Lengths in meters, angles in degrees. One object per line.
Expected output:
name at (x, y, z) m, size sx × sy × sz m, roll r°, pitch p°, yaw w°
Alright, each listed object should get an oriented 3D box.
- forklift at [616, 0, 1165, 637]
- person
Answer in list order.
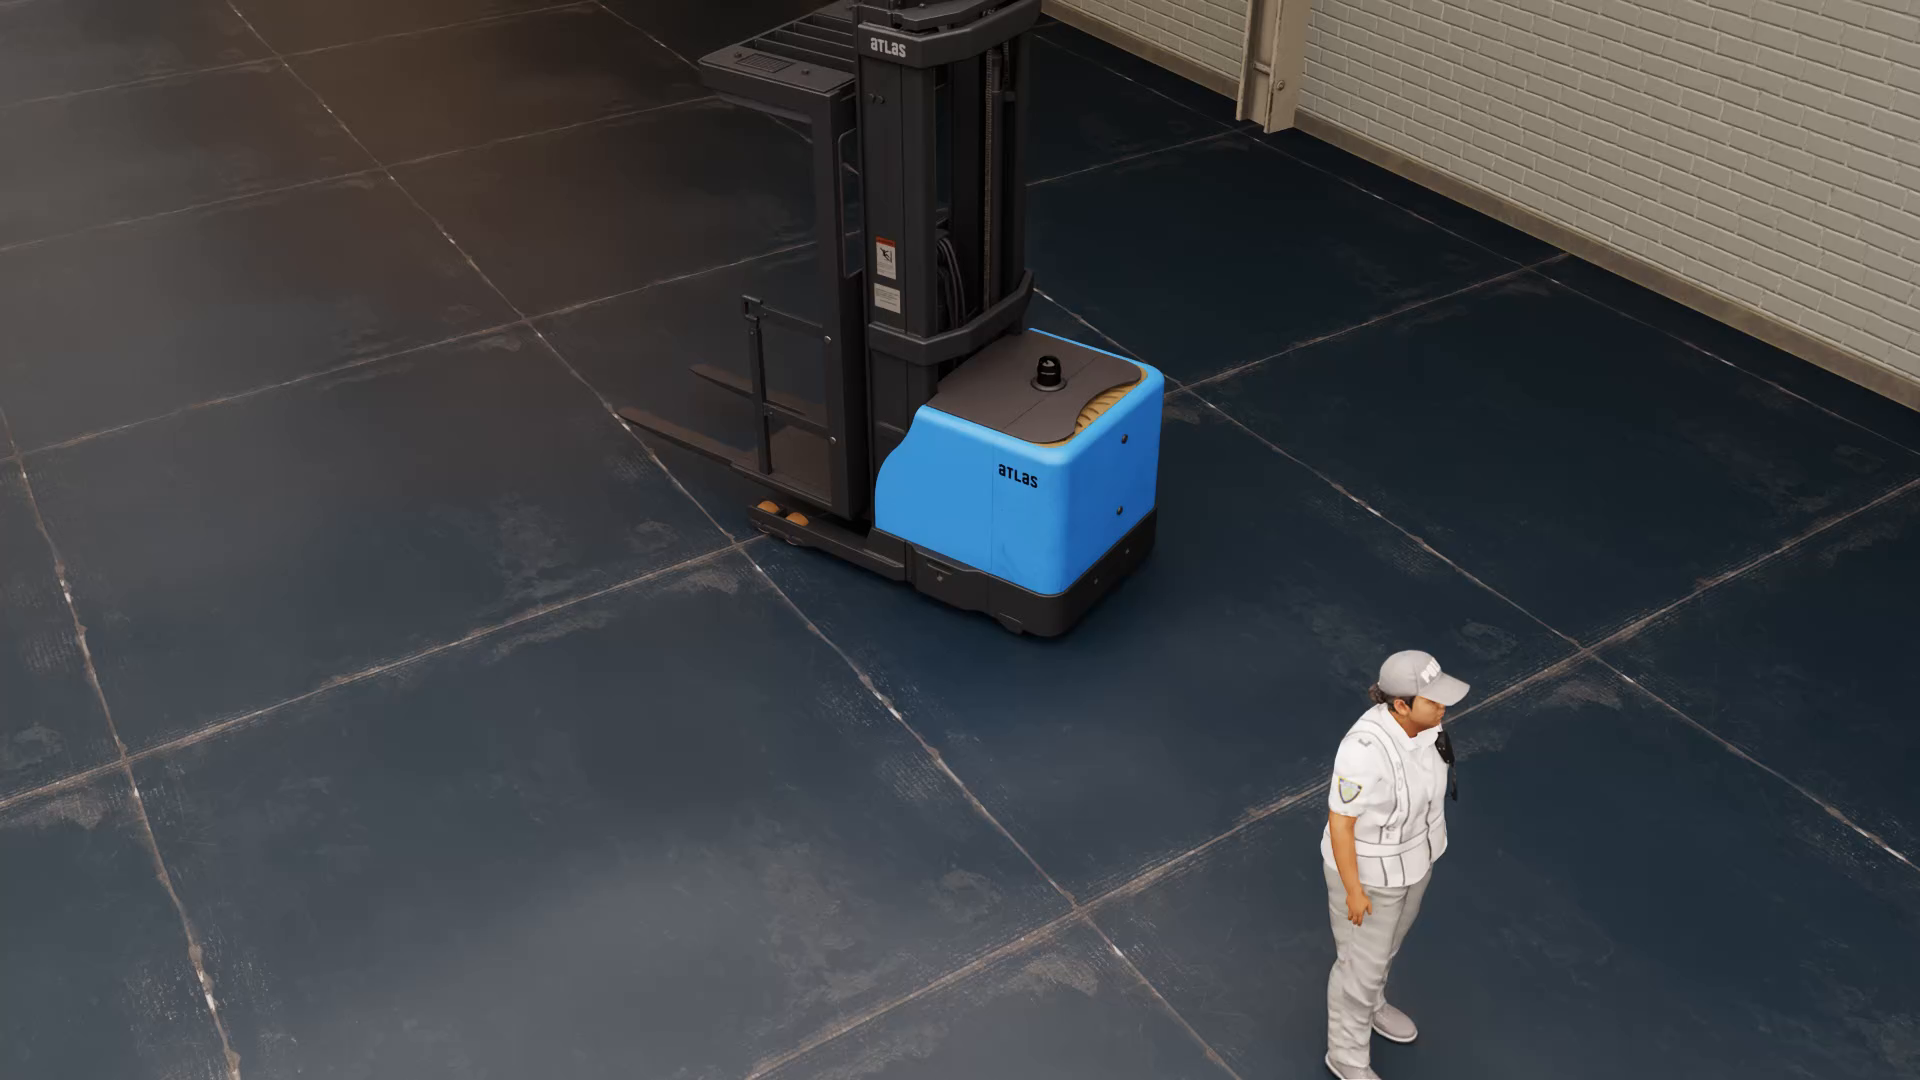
forklift at (-0.500, -1.399, 8.138) m, size 3.031 × 2.935 × 1.130 m, roll 22°, pitch 41°, yaw 28°
person at (1.494, 1.120, 5.642) m, size 0.529 × 1.670 × 0.596 m, roll 28°, pitch 44°, yaw 34°
